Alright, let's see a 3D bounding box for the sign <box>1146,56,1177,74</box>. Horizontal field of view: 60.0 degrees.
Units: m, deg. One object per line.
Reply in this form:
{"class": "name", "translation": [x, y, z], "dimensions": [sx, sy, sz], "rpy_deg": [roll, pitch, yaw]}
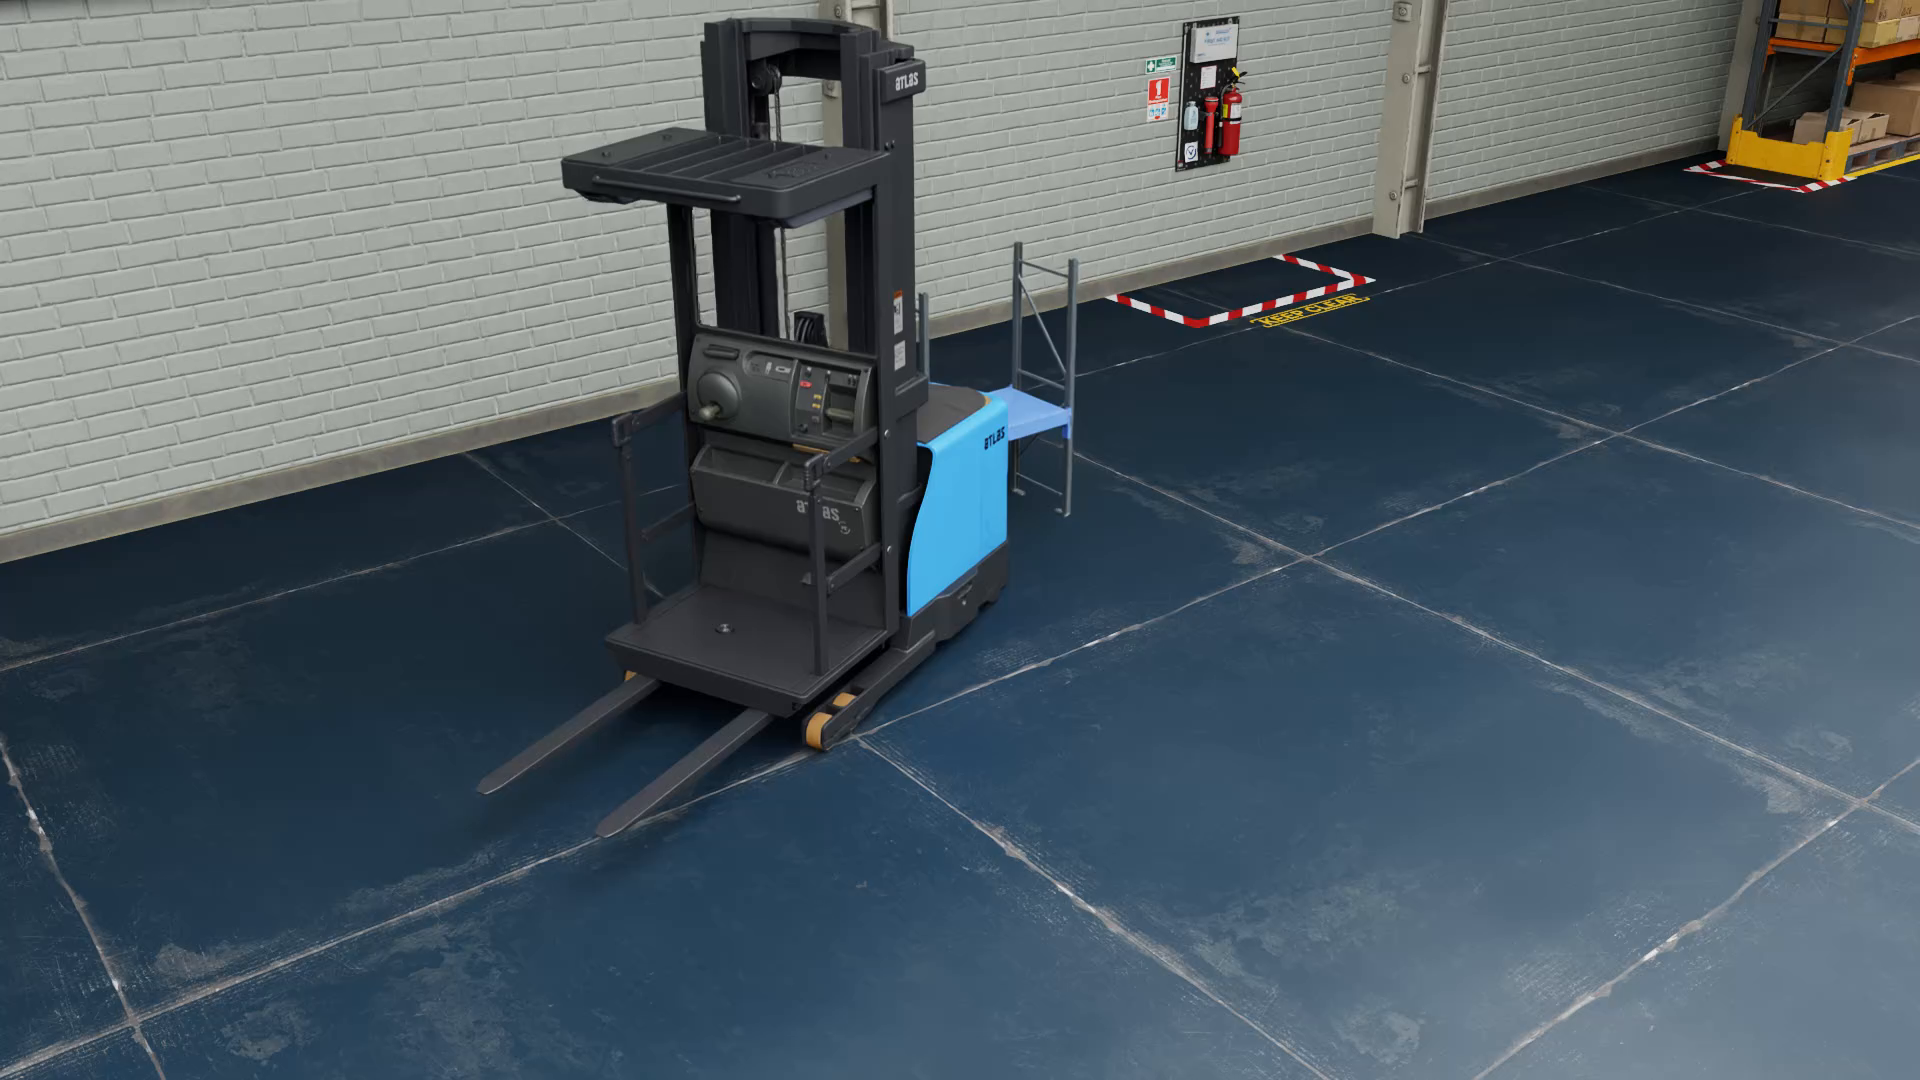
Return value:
{"class": "sign", "translation": [1.579, -3.728, 13.048], "dimensions": [0.331, 0.109, 0.001], "rpy_deg": [-18, 31, -34]}

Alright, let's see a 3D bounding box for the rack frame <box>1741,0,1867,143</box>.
{"class": "rack frame", "translation": [8.741, -5.302, 17.111], "dimensions": [0.127, 3.000, 1.000], "rpy_deg": [-18, 31, -34]}

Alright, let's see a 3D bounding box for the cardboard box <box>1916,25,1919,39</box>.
{"class": "cardboard box", "translation": [10.125, -5.535, 17.767], "dimensions": [0.500, 0.250, 0.500], "rpy_deg": [-19, 31, -35]}

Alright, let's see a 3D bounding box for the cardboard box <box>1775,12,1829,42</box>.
{"class": "cardboard box", "translation": [8.989, -5.429, 17.539], "dimensions": [0.500, 0.250, 0.500], "rpy_deg": [-18, 30, -33]}

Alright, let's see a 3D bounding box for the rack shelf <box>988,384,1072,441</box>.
{"class": "rack shelf", "translation": [0.071, -0.606, 9.202], "dimensions": [1.000, 0.185, 0.538], "rpy_deg": [-19, 31, -35]}

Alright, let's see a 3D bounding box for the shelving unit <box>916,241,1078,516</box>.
{"class": "shelving unit", "translation": [0.071, -0.770, 9.126], "dimensions": [1.048, 1.500, 0.538], "rpy_deg": [-19, 31, -35]}

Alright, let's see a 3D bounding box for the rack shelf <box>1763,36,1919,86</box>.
{"class": "rack shelf", "translation": [10.315, -5.495, 18.382], "dimensions": [4.000, 0.370, 1.077], "rpy_deg": [-18, 31, -34]}

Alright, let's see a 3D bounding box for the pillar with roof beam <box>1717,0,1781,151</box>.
{"class": "pillar with roof beam", "translation": [11.414, -7.066, 13.785], "dimensions": [0.400, 9.000, 9.100], "rpy_deg": [-18, 31, -34]}

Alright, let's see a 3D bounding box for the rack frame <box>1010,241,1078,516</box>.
{"class": "rack frame", "translation": [0.467, -0.904, 9.416], "dimensions": [0.032, 1.500, 0.500], "rpy_deg": [-19, 31, -35]}

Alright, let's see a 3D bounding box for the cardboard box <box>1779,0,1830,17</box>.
{"class": "cardboard box", "translation": [8.981, -5.776, 17.396], "dimensions": [0.500, 0.500, 0.500], "rpy_deg": [-19, 31, -35]}

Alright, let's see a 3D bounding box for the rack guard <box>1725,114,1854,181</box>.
{"class": "rack guard", "translation": [8.801, -4.188, 17.680], "dimensions": [0.348, 0.500, 1.175], "rpy_deg": [-18, 31, -34]}

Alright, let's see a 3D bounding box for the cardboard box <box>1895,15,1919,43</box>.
{"class": "cardboard box", "translation": [9.721, -5.404, 17.486], "dimensions": [0.500, 0.250, 0.500], "rpy_deg": [-19, 31, -36]}

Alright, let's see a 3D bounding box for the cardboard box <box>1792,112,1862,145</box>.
{"class": "cardboard box", "translation": [9.341, -4.432, 17.908], "dimensions": [0.500, 0.311, 0.500], "rpy_deg": [-23, 33, -40]}

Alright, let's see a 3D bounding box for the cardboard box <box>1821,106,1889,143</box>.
{"class": "cardboard box", "translation": [9.790, -4.580, 18.227], "dimensions": [0.500, 0.311, 0.500], "rpy_deg": [-15, 29, -30]}

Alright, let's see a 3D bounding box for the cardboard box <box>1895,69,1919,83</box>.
{"class": "cardboard box", "translation": [11.097, -5.124, 19.174], "dimensions": [0.500, 0.500, 0.500], "rpy_deg": [-21, 32, -38]}

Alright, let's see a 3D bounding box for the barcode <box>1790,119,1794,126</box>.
{"class": "barcode", "translation": [9.108, -4.573, 18.202], "dimensions": [0.075, 0.075, 0.001], "rpy_deg": [-18, 31, -34]}

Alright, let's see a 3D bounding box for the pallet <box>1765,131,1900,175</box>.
{"class": "pallet", "translation": [9.462, -4.256, 18.170], "dimensions": [1.213, 0.211, 1.003], "rpy_deg": [-18, 31, -34]}

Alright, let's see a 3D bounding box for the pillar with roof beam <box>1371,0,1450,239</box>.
{"class": "pillar with roof beam", "translation": [6.693, -5.507, 10.427], "dimensions": [0.400, 9.000, 9.100], "rpy_deg": [-18, 31, -34]}

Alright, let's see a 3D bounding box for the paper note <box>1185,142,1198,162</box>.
{"class": "paper note", "translation": [1.886, -3.160, 13.542], "dimensions": [0.142, 0.148, 0.016], "rpy_deg": [-18, 31, -34]}

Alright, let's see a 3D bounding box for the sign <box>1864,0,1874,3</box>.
{"class": "sign", "translation": [9.076, -5.515, 16.542], "dimensions": [0.005, 0.325, 0.100], "rpy_deg": [-18, 31, -34]}

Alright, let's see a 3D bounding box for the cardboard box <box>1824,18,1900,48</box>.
{"class": "cardboard box", "translation": [9.321, -5.265, 17.185], "dimensions": [0.500, 0.250, 0.500], "rpy_deg": [-19, 31, -35]}

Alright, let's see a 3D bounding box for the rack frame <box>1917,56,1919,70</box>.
{"class": "rack frame", "translation": [11.889, -6.341, 19.350], "dimensions": [0.127, 3.000, 1.000], "rpy_deg": [-18, 31, -34]}

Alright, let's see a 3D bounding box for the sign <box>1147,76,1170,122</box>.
{"class": "sign", "translation": [1.570, -3.489, 13.163], "dimensions": [0.234, 0.329, 0.001], "rpy_deg": [-18, 31, -34]}

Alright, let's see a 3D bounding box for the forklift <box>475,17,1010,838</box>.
{"class": "forklift", "translation": [-0.899, -0.626, 7.117], "dimensions": [1.130, 2.935, 3.031], "rpy_deg": [13, 28, 26]}

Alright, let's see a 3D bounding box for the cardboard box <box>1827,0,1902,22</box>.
{"class": "cardboard box", "translation": [9.302, -5.608, 17.034], "dimensions": [0.500, 0.500, 0.500], "rpy_deg": [-18, 31, -34]}

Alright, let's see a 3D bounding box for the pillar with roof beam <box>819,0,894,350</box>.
{"class": "pillar with roof beam", "translation": [1.971, -3.948, 7.068], "dimensions": [0.400, 9.000, 9.100], "rpy_deg": [-18, 31, -34]}

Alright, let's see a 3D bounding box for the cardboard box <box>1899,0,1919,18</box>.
{"class": "cardboard box", "translation": [9.697, -5.733, 17.303], "dimensions": [0.500, 0.500, 0.500], "rpy_deg": [-18, 30, -34]}

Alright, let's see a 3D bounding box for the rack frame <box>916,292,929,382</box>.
{"class": "rack frame", "translation": [-0.325, -0.635, 8.837], "dimensions": [0.032, 1.500, 0.500], "rpy_deg": [-19, 31, -35]}

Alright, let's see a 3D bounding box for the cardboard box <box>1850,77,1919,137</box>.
{"class": "cardboard box", "translation": [10.398, -4.840, 18.562], "dimensions": [0.500, 0.500, 0.700], "rpy_deg": [-21, 32, -37]}

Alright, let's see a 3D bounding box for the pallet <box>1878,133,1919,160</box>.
{"class": "pallet", "translation": [10.421, -4.572, 18.850], "dimensions": [1.213, 0.211, 1.003], "rpy_deg": [-18, 31, -34]}

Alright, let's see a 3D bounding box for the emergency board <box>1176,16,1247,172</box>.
{"class": "emergency board", "translation": [2.068, -3.583, 13.406], "dimensions": [0.643, 1.169, 0.194], "rpy_deg": [-18, 31, -34]}
